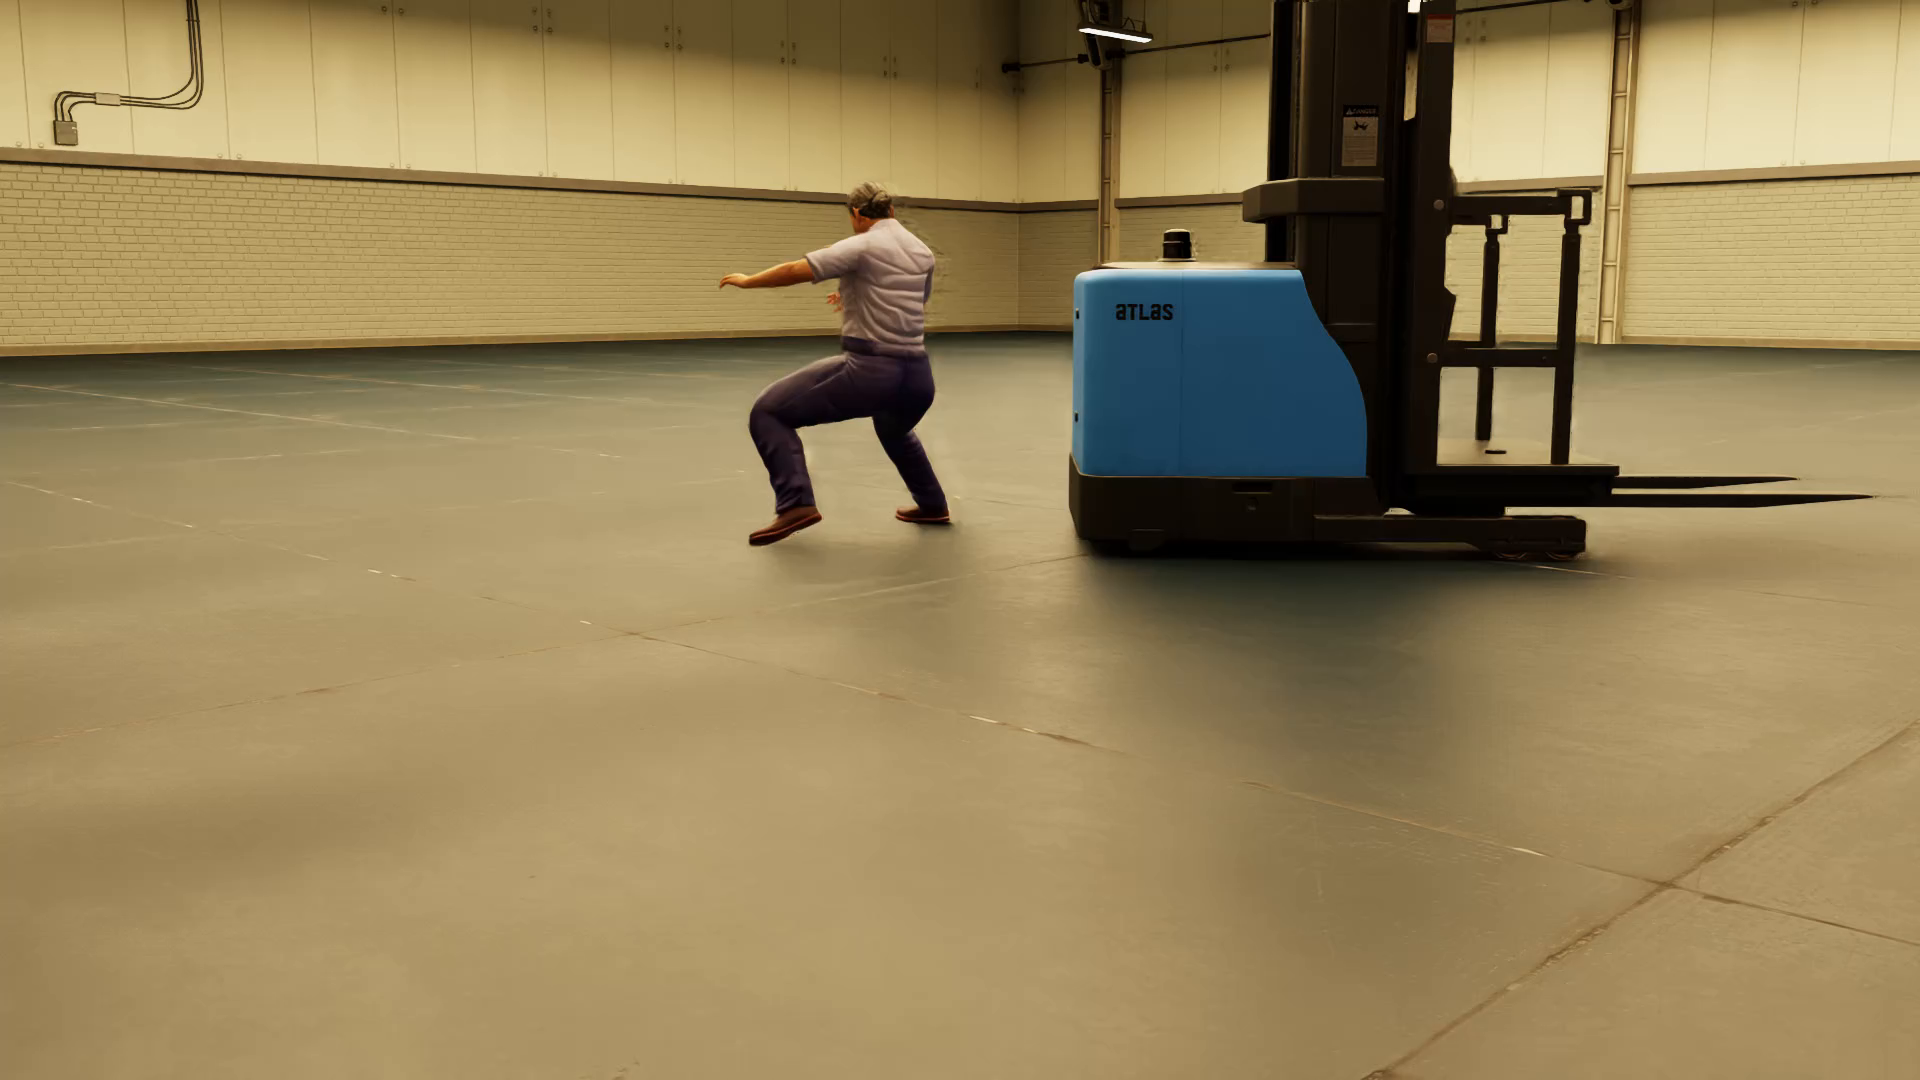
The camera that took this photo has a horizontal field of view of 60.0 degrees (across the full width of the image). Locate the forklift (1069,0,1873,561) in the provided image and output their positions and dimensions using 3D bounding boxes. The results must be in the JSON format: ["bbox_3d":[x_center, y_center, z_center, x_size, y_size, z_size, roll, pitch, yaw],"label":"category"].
[{"bbox_3d":[1.975,-1.451,6.509,3.031,2.935,1.130,0,9,1],"label":"forklift"}]

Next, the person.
[{"bbox_3d":[-0.434,-0.721,6.721,1.105,1.426,0.660,-8,11,-42],"label":"person"}]
